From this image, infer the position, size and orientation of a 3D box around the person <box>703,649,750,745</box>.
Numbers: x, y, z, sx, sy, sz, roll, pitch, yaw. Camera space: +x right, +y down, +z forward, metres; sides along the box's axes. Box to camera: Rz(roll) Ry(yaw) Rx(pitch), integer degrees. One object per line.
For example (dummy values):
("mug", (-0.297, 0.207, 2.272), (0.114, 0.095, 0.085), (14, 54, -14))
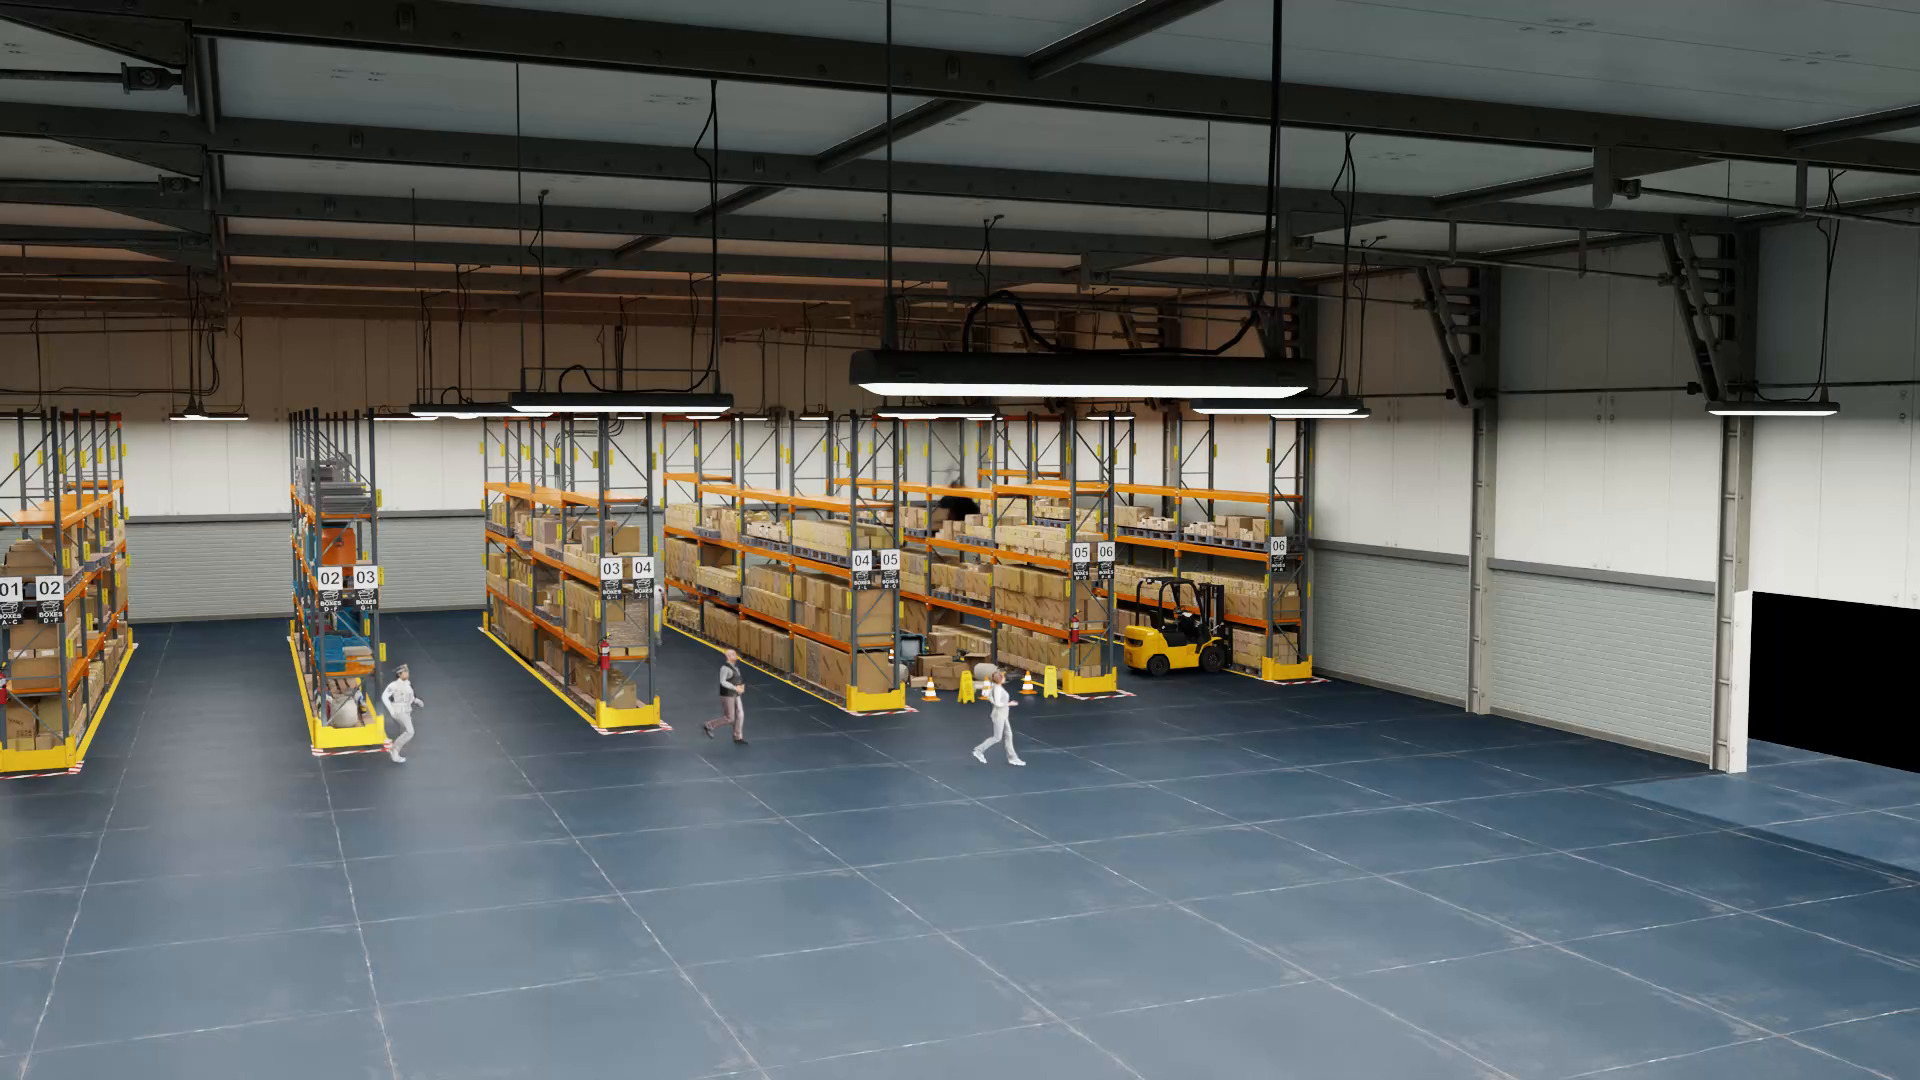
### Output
("person", (-4.129, 2.804, 29.717), (0.776, 1.720, 0.669), (1, 4, 12))

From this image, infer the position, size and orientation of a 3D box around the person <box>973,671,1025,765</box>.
("person", (0.655, 2.958, 27.619), (0.873, 1.580, 0.545), (0, 4, 6))

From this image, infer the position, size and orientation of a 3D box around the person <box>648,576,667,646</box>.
("person", (-7.941, 1.810, 43.230), (0.669, 1.789, 0.977), (-1, 4, -15))

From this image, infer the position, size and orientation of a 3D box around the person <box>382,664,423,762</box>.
("person", (-9.381, 2.919, 28.096), (0.570, 1.666, 0.624), (1, 4, 10))

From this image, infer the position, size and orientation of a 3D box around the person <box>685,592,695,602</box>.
("person", (-7.958, 1.465, 49.467), (0.600, 1.627, 0.633), (2, 4, 23))
